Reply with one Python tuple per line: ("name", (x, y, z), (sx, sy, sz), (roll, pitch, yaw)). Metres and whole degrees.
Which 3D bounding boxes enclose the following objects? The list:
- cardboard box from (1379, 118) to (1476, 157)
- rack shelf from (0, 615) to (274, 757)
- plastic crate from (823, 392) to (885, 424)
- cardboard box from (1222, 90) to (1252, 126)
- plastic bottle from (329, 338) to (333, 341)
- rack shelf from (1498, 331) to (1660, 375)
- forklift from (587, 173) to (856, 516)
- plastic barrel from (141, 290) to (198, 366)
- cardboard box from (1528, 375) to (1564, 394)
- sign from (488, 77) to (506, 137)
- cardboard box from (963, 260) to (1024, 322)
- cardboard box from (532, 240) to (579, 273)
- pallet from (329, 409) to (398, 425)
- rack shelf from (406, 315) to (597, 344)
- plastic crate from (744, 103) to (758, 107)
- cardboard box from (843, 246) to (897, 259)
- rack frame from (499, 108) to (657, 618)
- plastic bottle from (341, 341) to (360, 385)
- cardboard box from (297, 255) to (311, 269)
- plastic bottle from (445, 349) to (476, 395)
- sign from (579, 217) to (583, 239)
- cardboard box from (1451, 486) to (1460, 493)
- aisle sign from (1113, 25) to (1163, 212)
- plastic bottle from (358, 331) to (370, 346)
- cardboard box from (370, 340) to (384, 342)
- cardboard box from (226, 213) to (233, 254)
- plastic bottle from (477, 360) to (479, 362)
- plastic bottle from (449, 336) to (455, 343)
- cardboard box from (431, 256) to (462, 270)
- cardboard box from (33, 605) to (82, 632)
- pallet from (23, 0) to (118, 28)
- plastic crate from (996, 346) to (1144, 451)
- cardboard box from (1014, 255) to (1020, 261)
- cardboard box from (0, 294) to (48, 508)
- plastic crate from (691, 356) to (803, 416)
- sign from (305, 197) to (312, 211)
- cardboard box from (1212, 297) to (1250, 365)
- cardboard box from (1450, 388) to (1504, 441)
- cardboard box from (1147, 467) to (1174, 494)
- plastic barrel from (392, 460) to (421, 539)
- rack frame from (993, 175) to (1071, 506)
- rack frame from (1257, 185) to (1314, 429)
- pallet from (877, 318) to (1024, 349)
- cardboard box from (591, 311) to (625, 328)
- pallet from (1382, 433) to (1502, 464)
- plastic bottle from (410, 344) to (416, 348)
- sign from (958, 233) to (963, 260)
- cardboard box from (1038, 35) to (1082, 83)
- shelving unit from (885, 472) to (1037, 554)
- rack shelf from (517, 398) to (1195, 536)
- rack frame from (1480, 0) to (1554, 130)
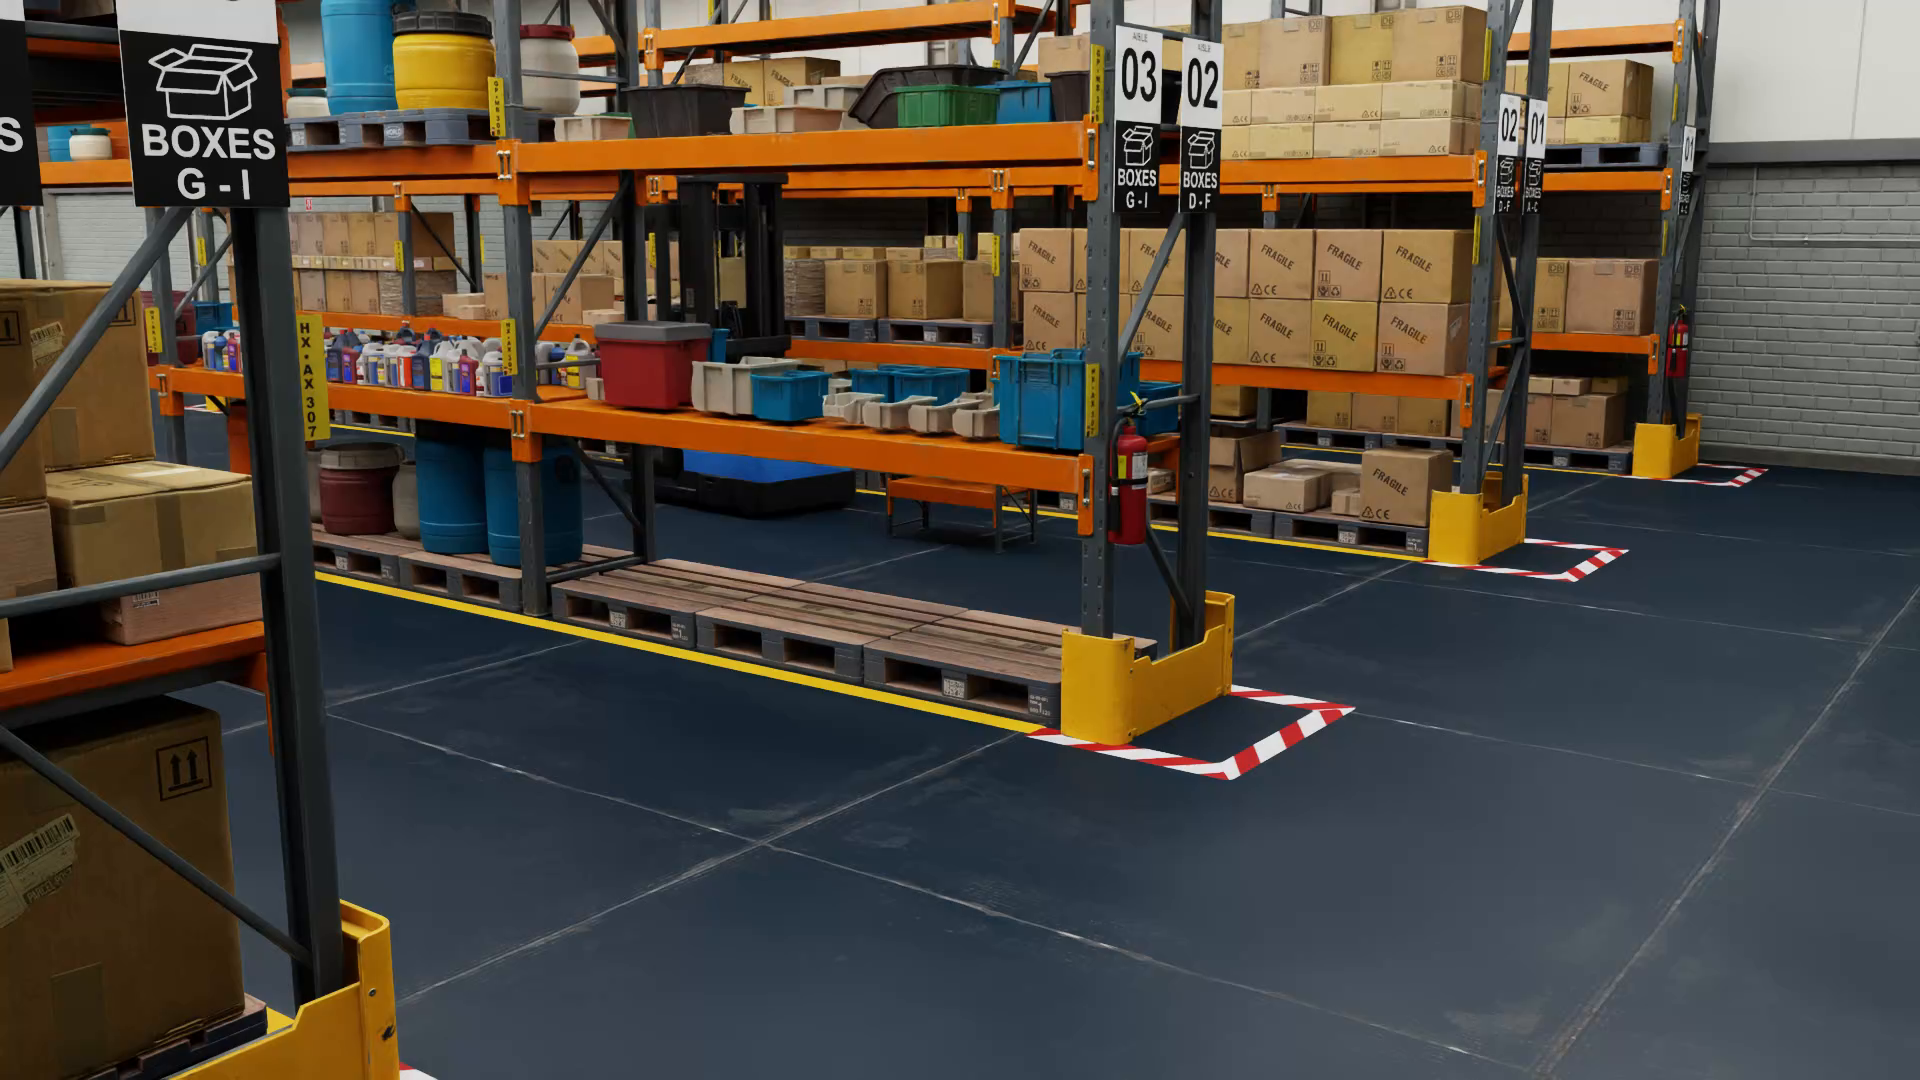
("cardboard box", (3.270, -2.806, 11.633), (0.500, 0.250, 0.500), (8, 13, 36))
("rack shelf", (-3.638, 0.255, 5.207), (4.000, 0.370, 1.077), (8, 13, 36))
("plastic crate", (-0.573, -0.688, 8.726), (0.250, 0.136, 0.298), (8, 13, 36))
("cardboard box", (2.065, -3.221, 12.461), (0.500, 0.250, 0.500), (8, 13, 36))
("plastic bottle", (-4.696, -1.411, 12.451), (0.097, 0.201, 0.097), (0, 11, 0))
("rack shelf", (5.157, -2.020, 16.966), (4.000, 0.370, 1.077), (8, 13, 36))
("forklift", (-2.288, -1.850, 14.373), (3.031, 2.935, 1.130), (10, 15, 43))
("plastic barrel", (-6.096, -1.603, 12.562), (0.708, 0.536, 0.600), (8, 13, 36))
("cardboard box", (5.728, -1.524, 16.278), (0.250, 0.149, 0.380), (8, 14, 37))
("sign", (-2.646, -2.474, 9.500), (0.005, 0.325, 0.100), (8, 13, 36))
("cardboard box", (0.367, -2.182, 14.541), (0.500, 0.500, 0.700), (3, 11, 16))
("cardboard box", (-5.920, -4.152, 24.460), (0.500, 0.500, 0.500), (8, 14, 36))
("pallet", (-7.435, -1.602, 20.256), (1.213, 0.211, 1.003), (8, 13, 36))
("rack shelf", (-4.220, -2.160, 17.693), (4.000, 0.370, 1.077), (8, 13, 36))
("plastic crate", (-1.396, -2.418, 9.675), (0.300, 0.233, 0.416), (8, 13, 36))
("cardboard box", (-1.081, -3.501, 21.305), (0.500, 0.500, 0.700), (8, 13, 36))
("rack frame", (-2.319, -1.081, 10.220), (0.127, 3.000, 1.000), (8, 13, 36))
("plastic bottle", (-4.037, -1.177, 11.021), (0.133, 0.283, 0.061), (8, 13, 36))
("cardboard box", (-7.629, -3.306, 19.748), (0.250, 0.149, 0.380), (8, 14, 36))
("plastic bottle", (-3.122, -1.056, 10.418), (0.135, 0.276, 0.152), (8, 13, 36))
("sign", (-5.782, -4.753, 25.321), (0.005, 0.325, 0.100), (8, 13, 36))
("cardboard box", (3.706, -0.305, 12.558), (0.250, 0.149, 0.380), (8, 13, 36))
("aisle sign", (0.790, -1.855, 7.375), (0.004, 0.787, 0.394), (8, 13, 36))
("plastic bottle", (-4.382, -1.402, 12.218), (0.097, 0.271, 0.097), (0, 11, 0))
("cardboard box", (-7.136, -2.095, 19.621), (0.500, 0.500, 0.500), (8, 13, 36))
("cardboard box", (-8.644, -3.814, 20.667), (0.500, 0.500, 0.700), (8, 14, 36))
("plastic bottle", (-3.063, -1.041, 10.534), (0.097, 0.201, 0.097), (0, 11, 0))
("plastic bottle", (-3.555, -1.287, 11.622), (0.097, 0.271, 0.097), (0, 11, 0))
("cardboard box", (-5.934, -3.166, 19.025), (0.250, 0.149, 0.380), (8, 13, 35))
("cardboard box", (-2.325, 0.131, 4.616), (0.250, 0.149, 0.380), (8, 13, 35))
("pallet", (-2.630, -1.384, 4.123), (1.213, 0.211, 1.003), (8, 13, 36))
("plastic crate", (0.525, -0.687, 7.934), (0.499, 0.435, 0.616), (8, 13, 36))
("cardboard box", (0.978, -3.098, 19.548), (0.500, 0.500, 0.500), (9, 14, 37))
("cardboard box", (-2.575, -0.328, 3.966), (0.500, 0.500, 0.500), (8, 14, 36))
("plastic crate", (-1.197, -0.852, 9.193), (0.530, 0.282, 0.437), (8, 13, 36))
("sign", (-11.803, -6.113, 30.128), (0.199, 0.298, 0.001), (8, 13, 36))
("cardboard box", (2.093, -1.618, 12.735), (0.500, 0.500, 0.500), (8, 13, 35))
("cardboard box", (5.337, -1.303, 16.843), (0.500, 0.500, 0.700), (7, 13, 34))
("cardboard box", (1.530, -0.488, 13.455), (0.250, 0.166, 0.380), (8, 13, 36))
("plastic barrel", (-3.720, -0.286, 11.557), (0.421, 0.512, 0.421), (0, 11, 0))
("rack frame", (0.616, -1.839, 14.138), (0.127, 3.000, 1.000), (8, 13, 36))
("rack frame", (3.545, -2.598, 18.060), (0.127, 3.000, 1.000), (8, 13, 36))
("pallet", (0.037, -1.851, 14.707), (1.213, 0.211, 1.003), (8, 13, 36))
("cardboard box", (-3.496, -2.224, 16.790), (0.250, 0.149, 0.380), (8, 13, 36))
("pallet", (5.100, -0.994, 17.113), (1.213, 0.211, 1.003), (8, 13, 36))
("plastic bottle", (-3.578, -1.147, 10.899), (0.097, 0.271, 0.097), (0, 11, 0))
("sign", (0.008, -3.493, 19.847), (0.005, 0.325, 0.100), (8, 13, 36))
("cardboard box", (1.031, -3.803, 13.496), (0.500, 0.500, 0.700), (8, 13, 36))
("shelving unit", (0.005, -0.552, 12.419), (1.048, 1.125, 0.538), (8, 13, 36))
("rack shelf", (-0.707, -0.503, 9.126), (4.000, 0.370, 1.077), (8, 13, 36))
("rack frame", (3.840, -4.335, 11.244), (0.127, 3.000, 1.000), (8, 13, 36))
